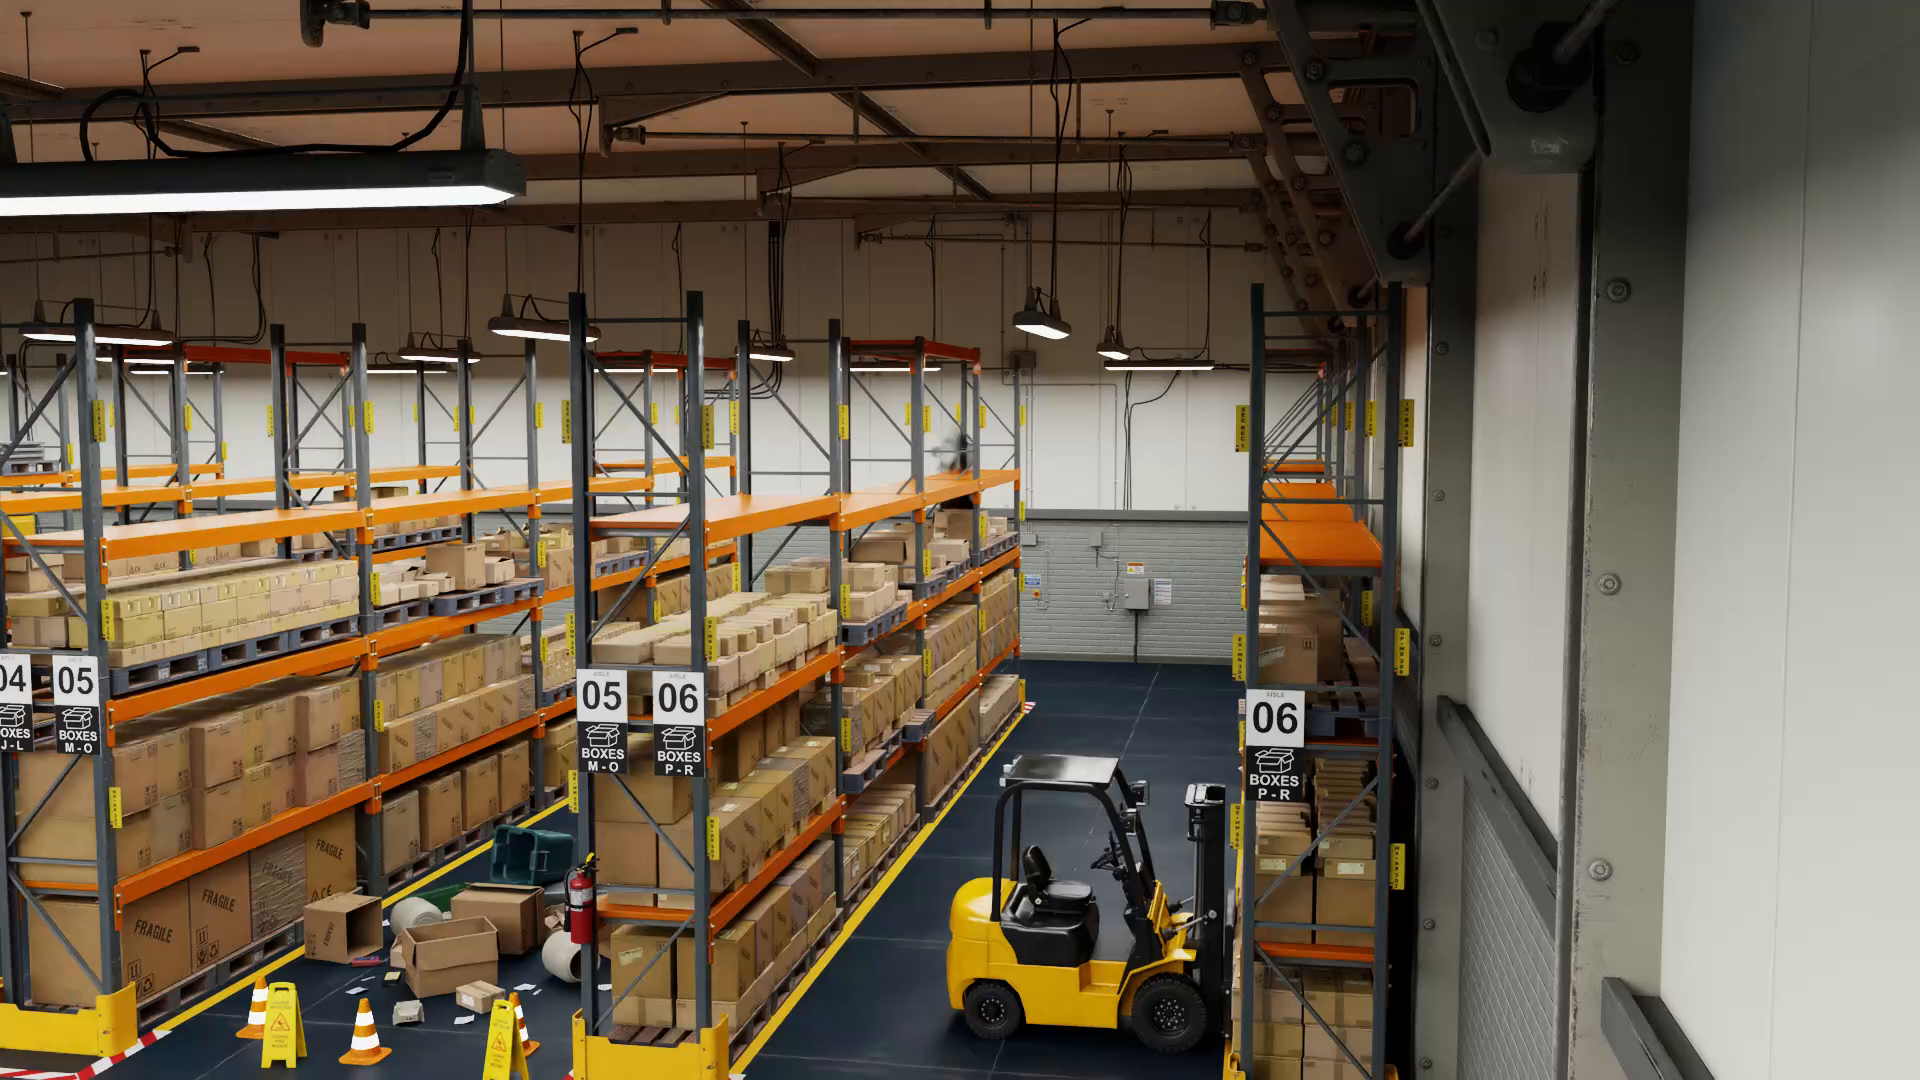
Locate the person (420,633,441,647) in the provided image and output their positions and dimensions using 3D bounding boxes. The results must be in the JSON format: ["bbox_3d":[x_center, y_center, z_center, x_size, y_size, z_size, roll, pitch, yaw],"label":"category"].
[{"bbox_3d":[-8.215,2.209,25.994,0.707,1.724,0.669,1,5,7],"label":"person"}]
